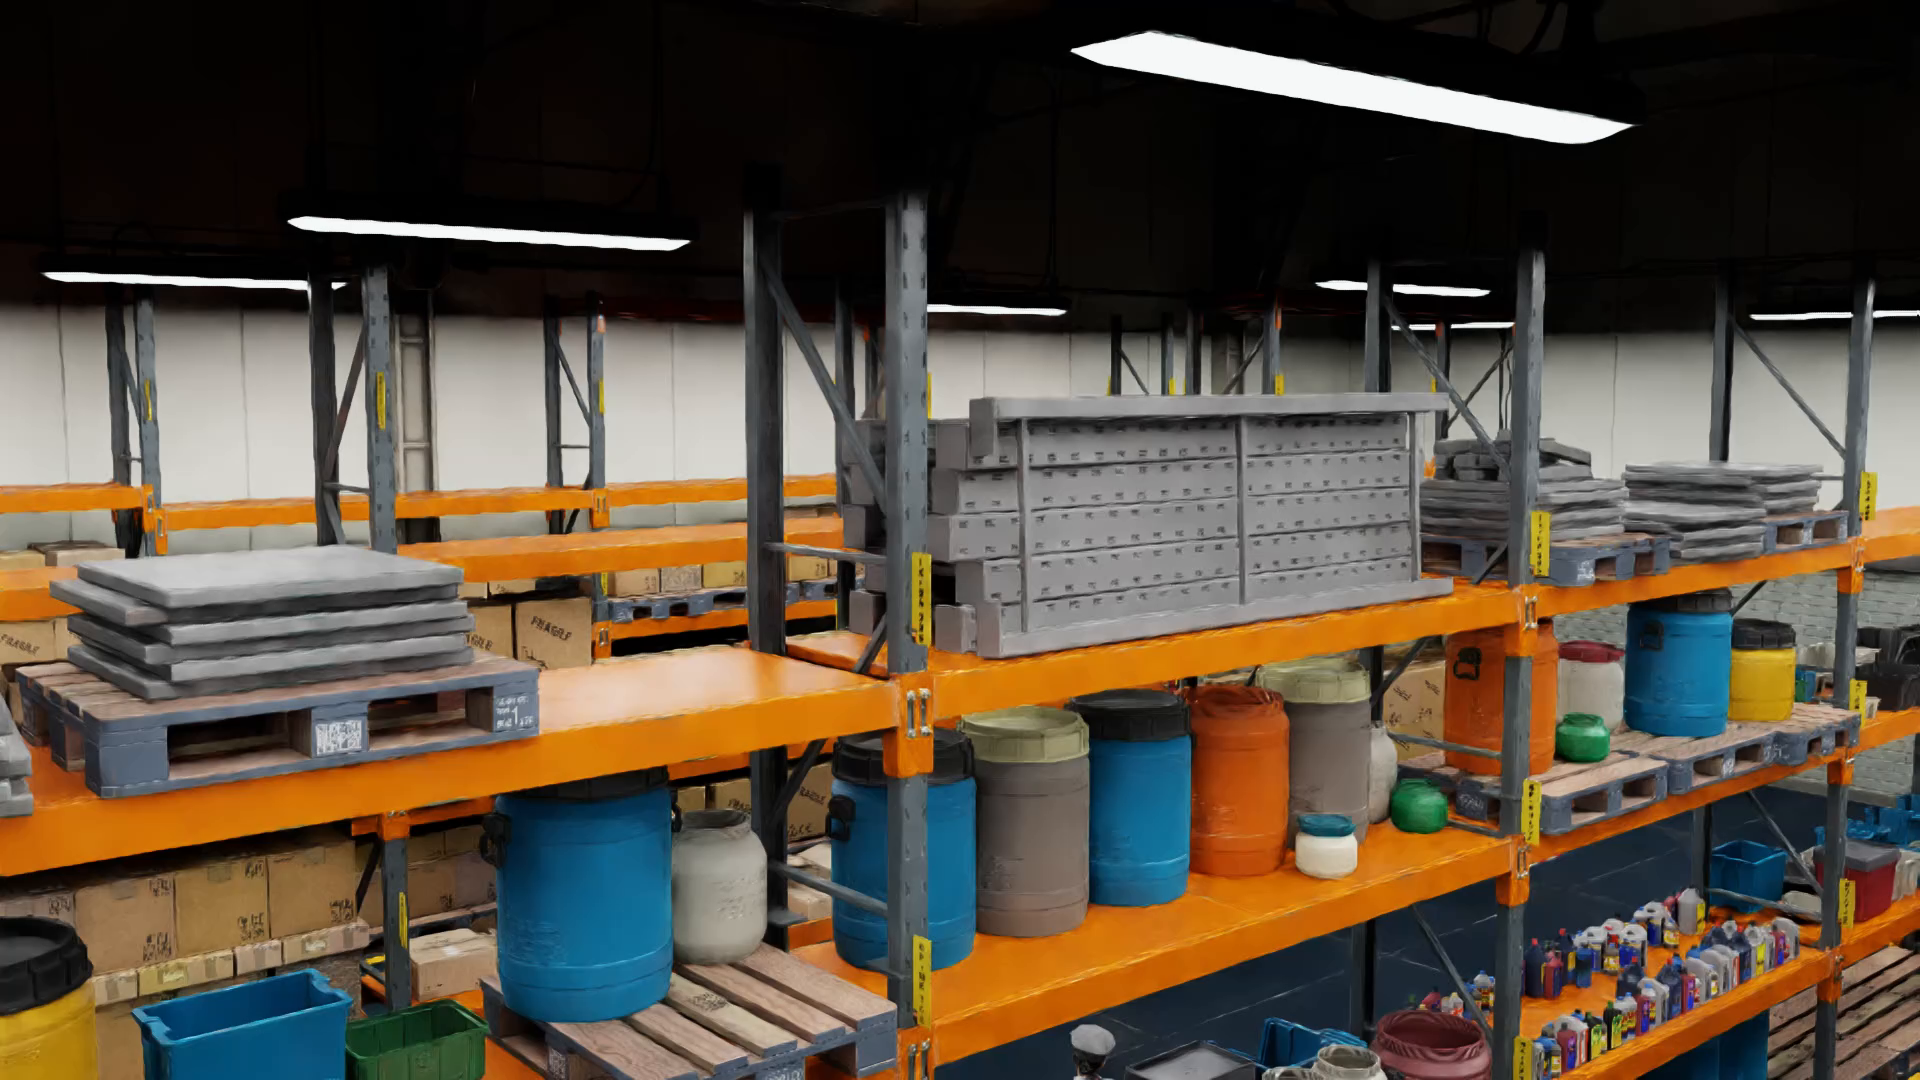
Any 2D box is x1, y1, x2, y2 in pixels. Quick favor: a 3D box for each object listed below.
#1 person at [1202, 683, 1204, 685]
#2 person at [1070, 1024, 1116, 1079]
[{"bbox_3d":[2.954,2.463,19.652,1.096,1.589,0.447,-5,7,-42],"label":"person"},{"bbox_3d":[0.696,3.460,8.978,0.564,1.668,0.522,-2,6,-21],"label":"person"}]
